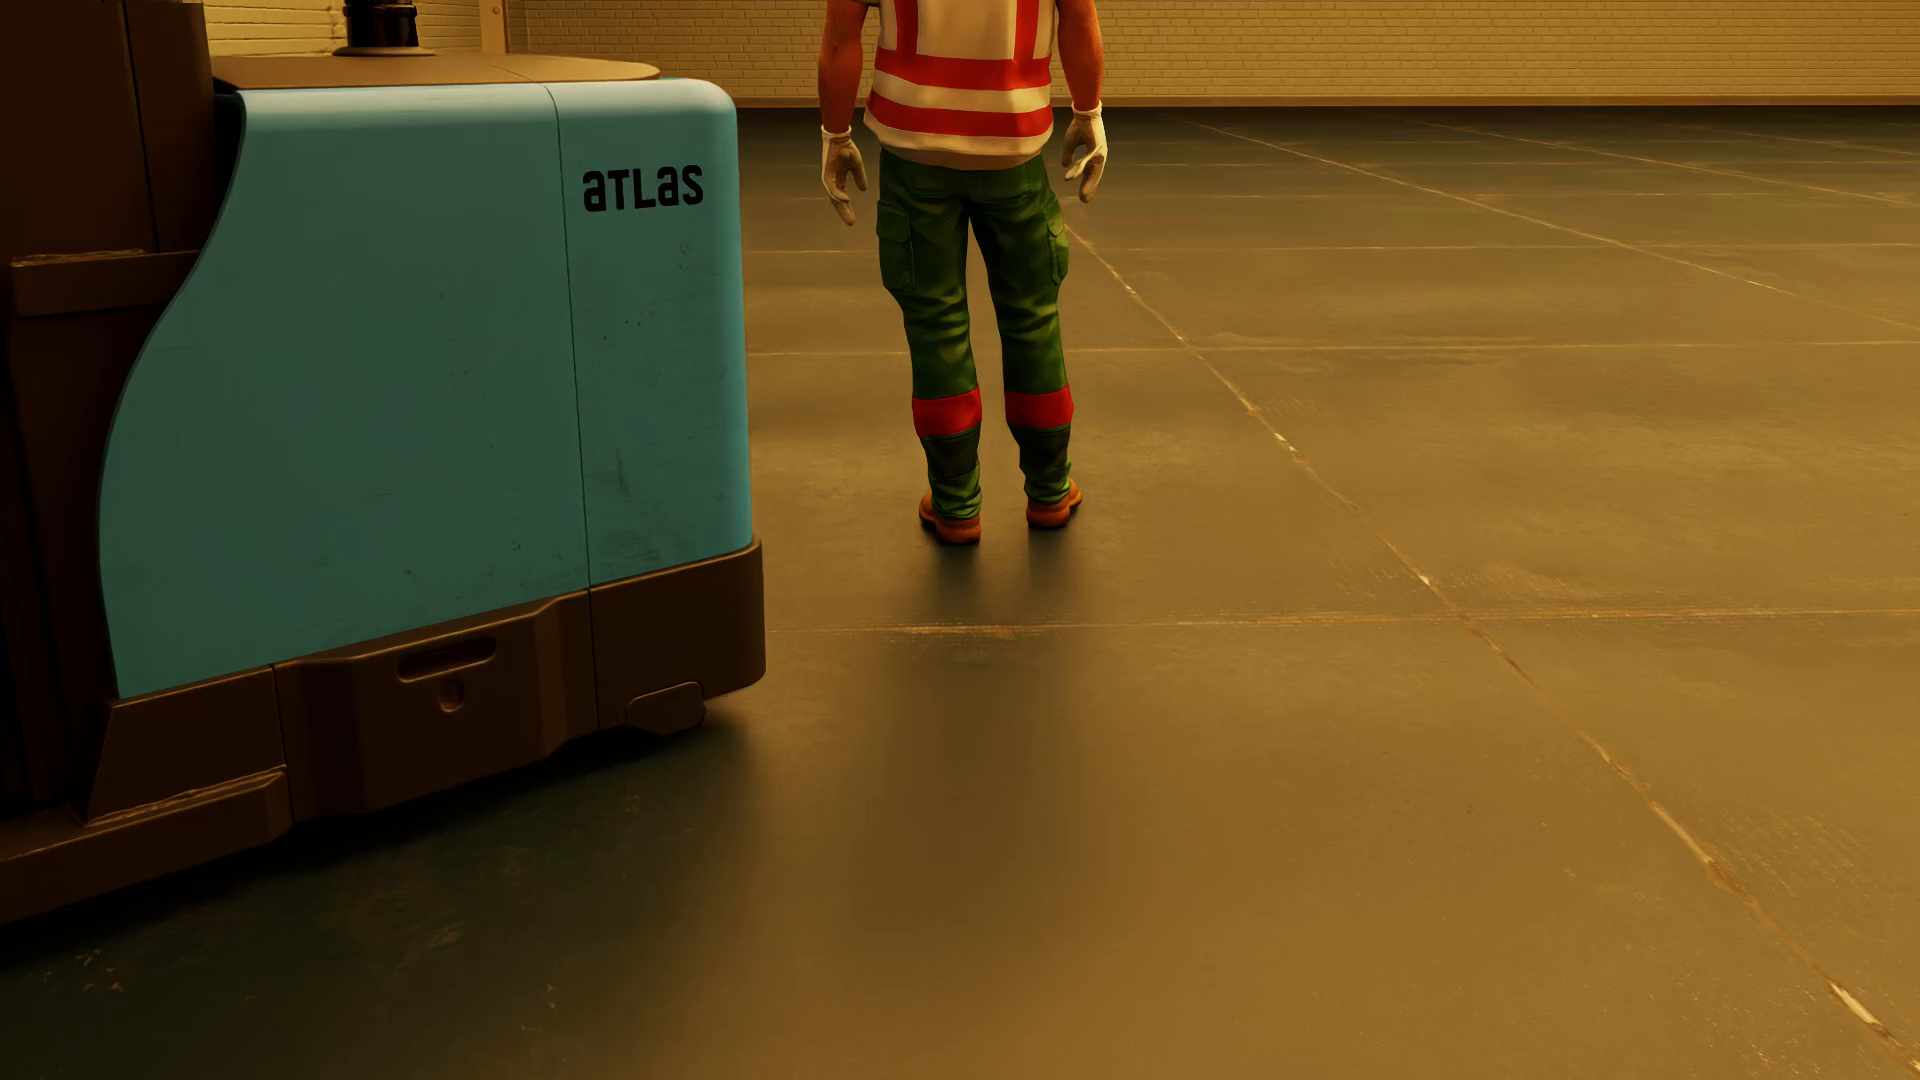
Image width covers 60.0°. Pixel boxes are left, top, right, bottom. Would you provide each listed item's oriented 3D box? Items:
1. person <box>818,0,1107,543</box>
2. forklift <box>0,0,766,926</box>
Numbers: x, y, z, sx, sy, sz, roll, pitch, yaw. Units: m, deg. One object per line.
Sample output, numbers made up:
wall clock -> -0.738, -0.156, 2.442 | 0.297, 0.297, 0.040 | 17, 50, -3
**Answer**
person -> 0.007, -0.886, 3.731 | 0.638, 1.787, 0.564 | -1, 17, -3
forklift -> -1.775, -0.917, 1.906 | 3.031, 2.935, 1.130 | -15, 22, -40
